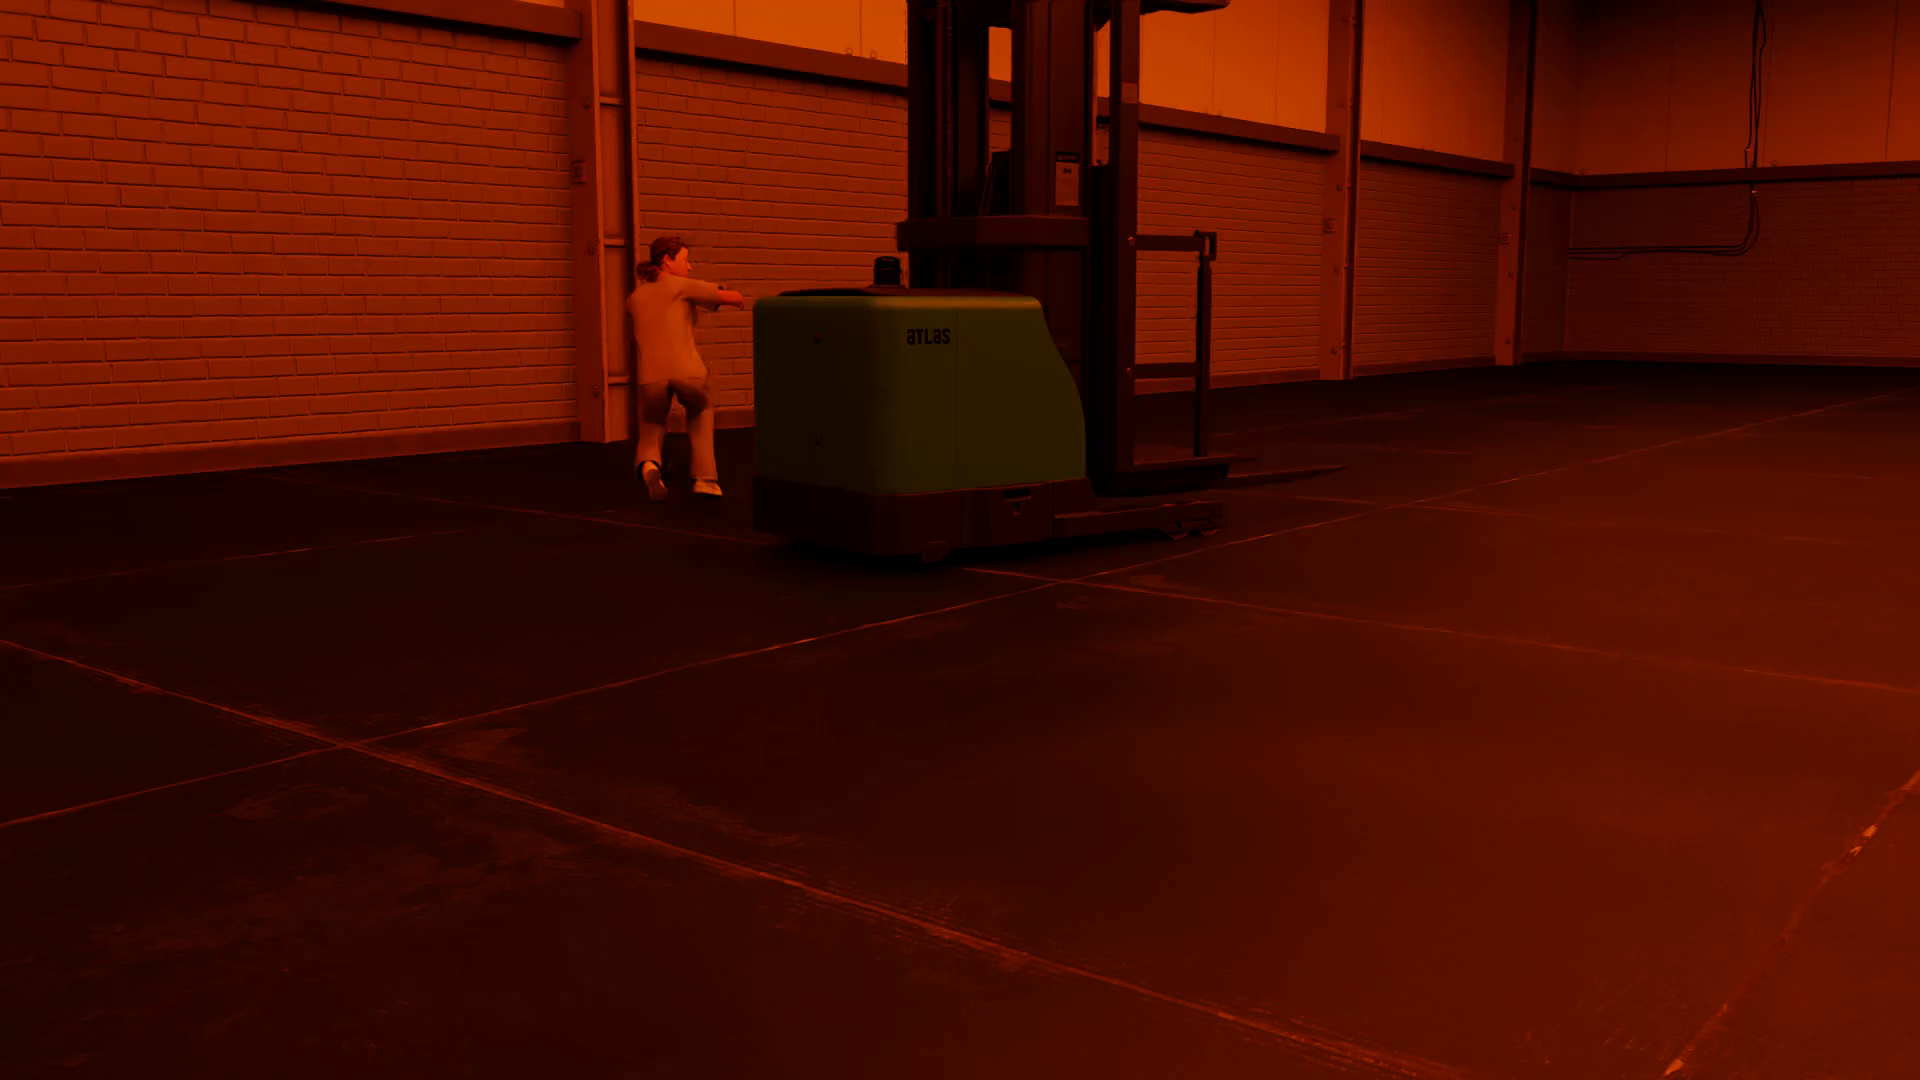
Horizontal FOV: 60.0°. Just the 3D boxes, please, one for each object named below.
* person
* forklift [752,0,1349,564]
[{"bbox_3d":[-1.459,-0.913,8.860,0.686,1.387,0.877,0,8,2],"label":"person"},{"bbox_3d":[0.575,-1.504,7.563,3.031,2.935,1.130,-6,11,-38],"label":"forklift"}]
